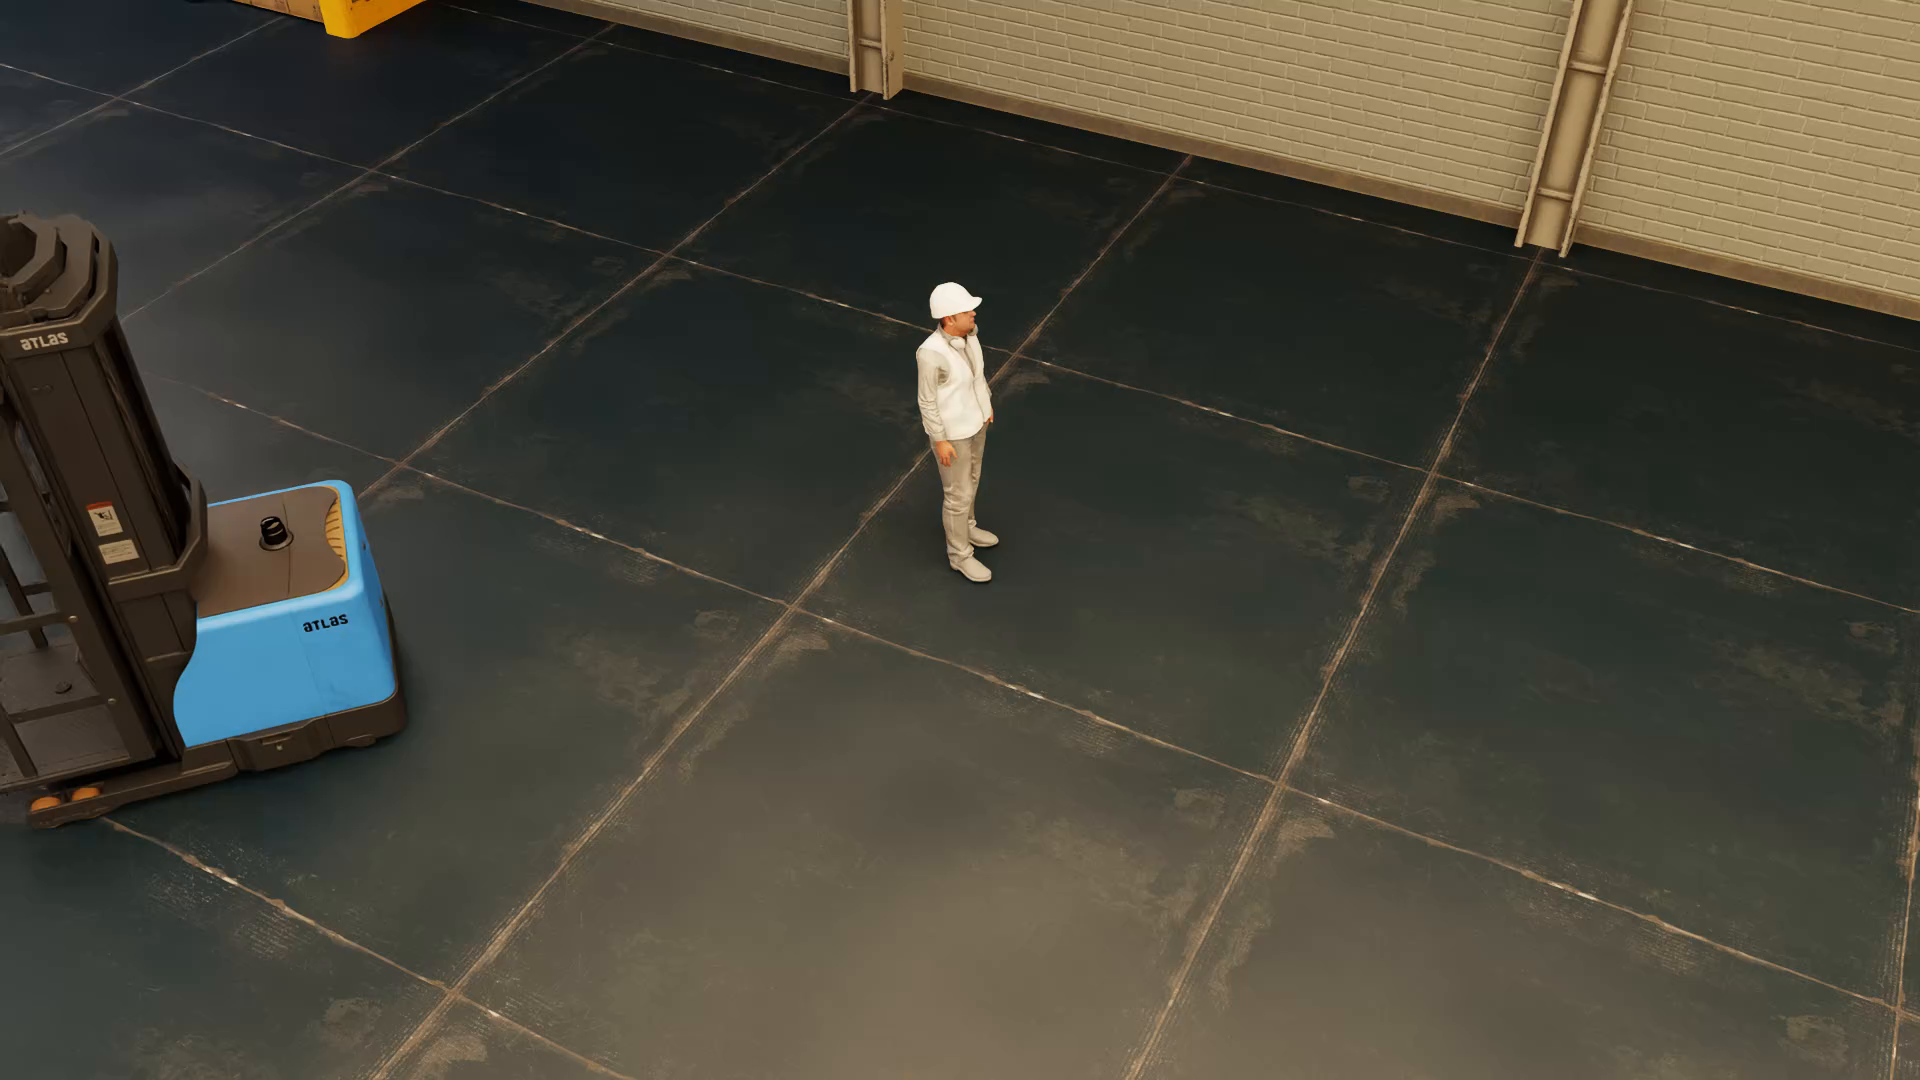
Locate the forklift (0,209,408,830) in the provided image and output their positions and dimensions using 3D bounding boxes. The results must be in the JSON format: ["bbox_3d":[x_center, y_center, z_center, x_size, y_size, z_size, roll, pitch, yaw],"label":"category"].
[{"bbox_3d":[-4.562,-0.031,8.023,3.031,2.935,1.130,-13,42,-15],"label":"forklift"}]

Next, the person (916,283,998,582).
[{"bbox_3d":[0.053,-0.659,9.660,0.566,1.770,0.633,18,43,21],"label":"person"}]
